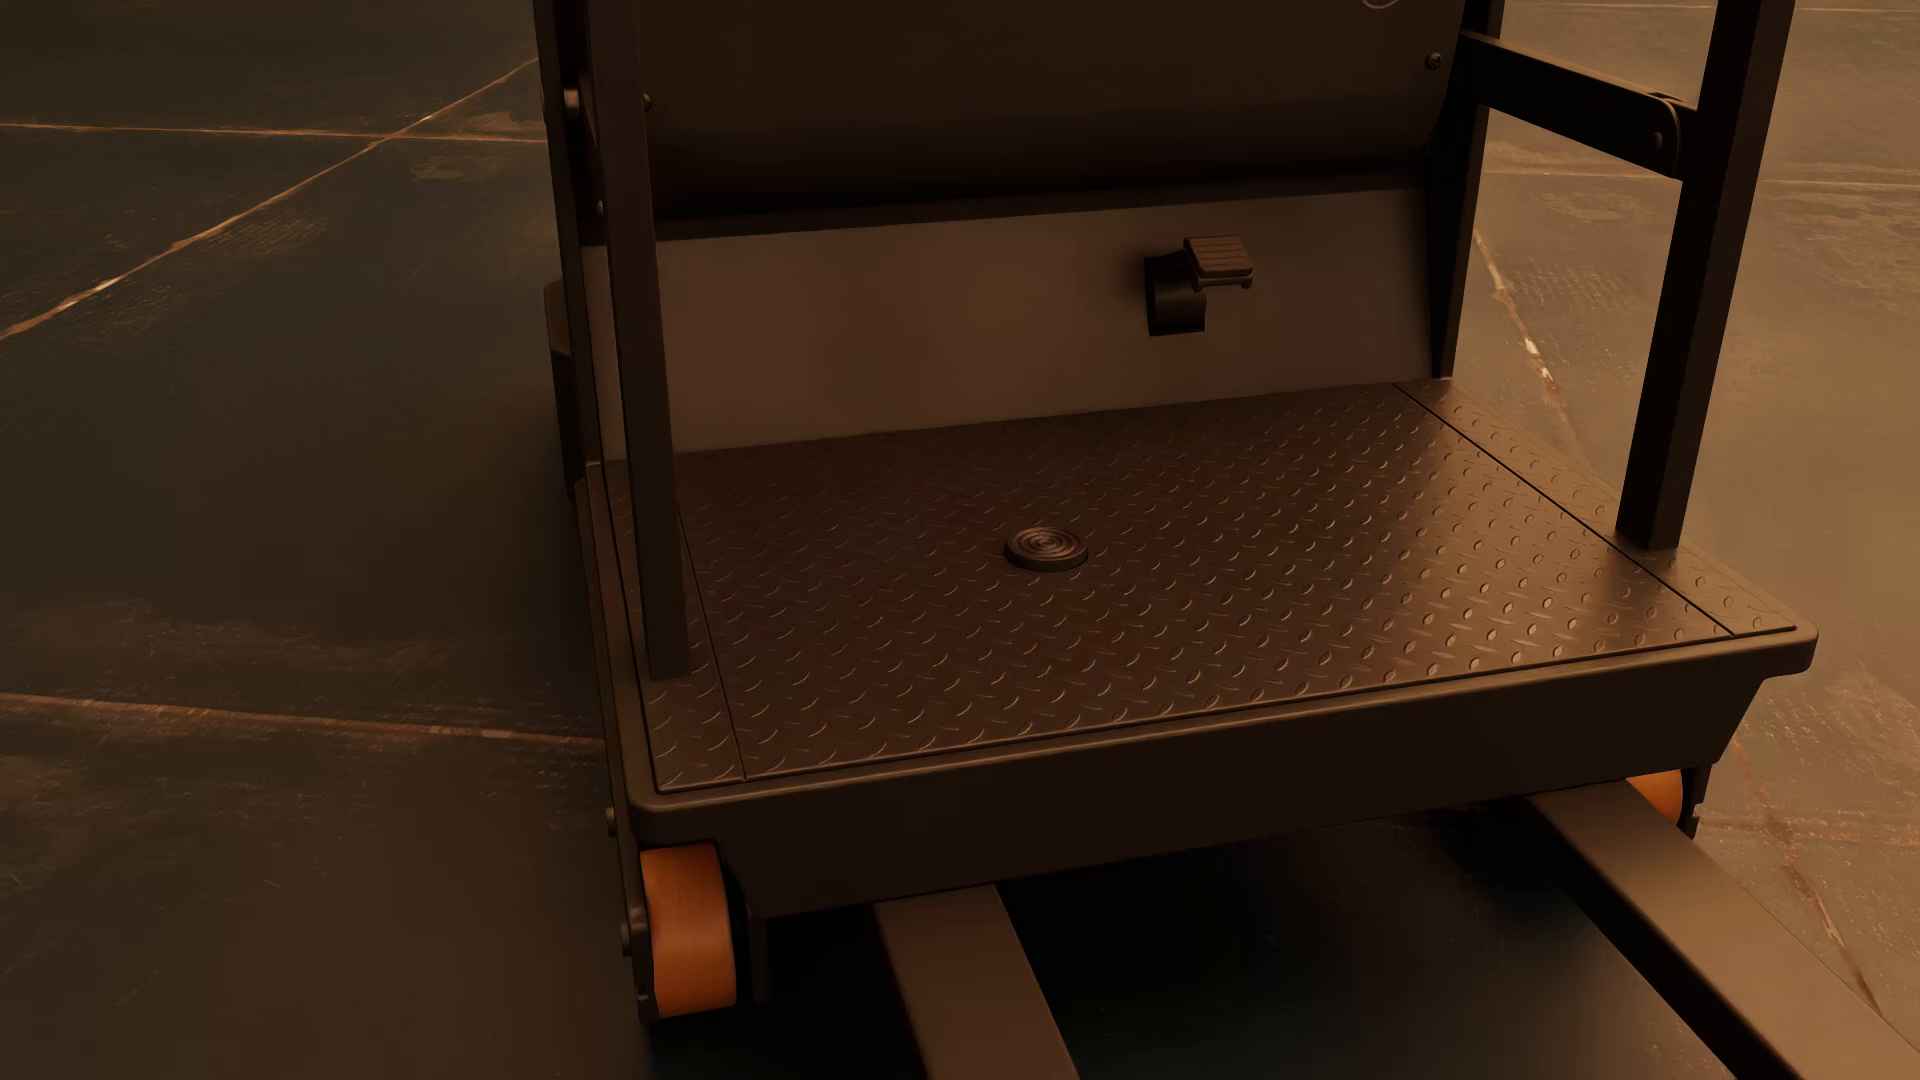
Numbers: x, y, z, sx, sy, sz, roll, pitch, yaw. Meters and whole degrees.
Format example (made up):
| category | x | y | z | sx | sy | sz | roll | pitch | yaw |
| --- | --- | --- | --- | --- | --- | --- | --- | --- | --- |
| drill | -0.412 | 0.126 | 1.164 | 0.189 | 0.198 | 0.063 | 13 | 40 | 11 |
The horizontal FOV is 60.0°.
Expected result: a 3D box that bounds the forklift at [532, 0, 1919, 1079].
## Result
| category | x | y | z | sx | sy | sz | roll | pitch | yaw |
| --- | --- | --- | --- | --- | --- | --- | --- | --- | --- |
| forklift | 0.153 | -1.049 | 1.319 | 1.130 | 2.935 | 3.031 | -7 | 27 | -13 |
